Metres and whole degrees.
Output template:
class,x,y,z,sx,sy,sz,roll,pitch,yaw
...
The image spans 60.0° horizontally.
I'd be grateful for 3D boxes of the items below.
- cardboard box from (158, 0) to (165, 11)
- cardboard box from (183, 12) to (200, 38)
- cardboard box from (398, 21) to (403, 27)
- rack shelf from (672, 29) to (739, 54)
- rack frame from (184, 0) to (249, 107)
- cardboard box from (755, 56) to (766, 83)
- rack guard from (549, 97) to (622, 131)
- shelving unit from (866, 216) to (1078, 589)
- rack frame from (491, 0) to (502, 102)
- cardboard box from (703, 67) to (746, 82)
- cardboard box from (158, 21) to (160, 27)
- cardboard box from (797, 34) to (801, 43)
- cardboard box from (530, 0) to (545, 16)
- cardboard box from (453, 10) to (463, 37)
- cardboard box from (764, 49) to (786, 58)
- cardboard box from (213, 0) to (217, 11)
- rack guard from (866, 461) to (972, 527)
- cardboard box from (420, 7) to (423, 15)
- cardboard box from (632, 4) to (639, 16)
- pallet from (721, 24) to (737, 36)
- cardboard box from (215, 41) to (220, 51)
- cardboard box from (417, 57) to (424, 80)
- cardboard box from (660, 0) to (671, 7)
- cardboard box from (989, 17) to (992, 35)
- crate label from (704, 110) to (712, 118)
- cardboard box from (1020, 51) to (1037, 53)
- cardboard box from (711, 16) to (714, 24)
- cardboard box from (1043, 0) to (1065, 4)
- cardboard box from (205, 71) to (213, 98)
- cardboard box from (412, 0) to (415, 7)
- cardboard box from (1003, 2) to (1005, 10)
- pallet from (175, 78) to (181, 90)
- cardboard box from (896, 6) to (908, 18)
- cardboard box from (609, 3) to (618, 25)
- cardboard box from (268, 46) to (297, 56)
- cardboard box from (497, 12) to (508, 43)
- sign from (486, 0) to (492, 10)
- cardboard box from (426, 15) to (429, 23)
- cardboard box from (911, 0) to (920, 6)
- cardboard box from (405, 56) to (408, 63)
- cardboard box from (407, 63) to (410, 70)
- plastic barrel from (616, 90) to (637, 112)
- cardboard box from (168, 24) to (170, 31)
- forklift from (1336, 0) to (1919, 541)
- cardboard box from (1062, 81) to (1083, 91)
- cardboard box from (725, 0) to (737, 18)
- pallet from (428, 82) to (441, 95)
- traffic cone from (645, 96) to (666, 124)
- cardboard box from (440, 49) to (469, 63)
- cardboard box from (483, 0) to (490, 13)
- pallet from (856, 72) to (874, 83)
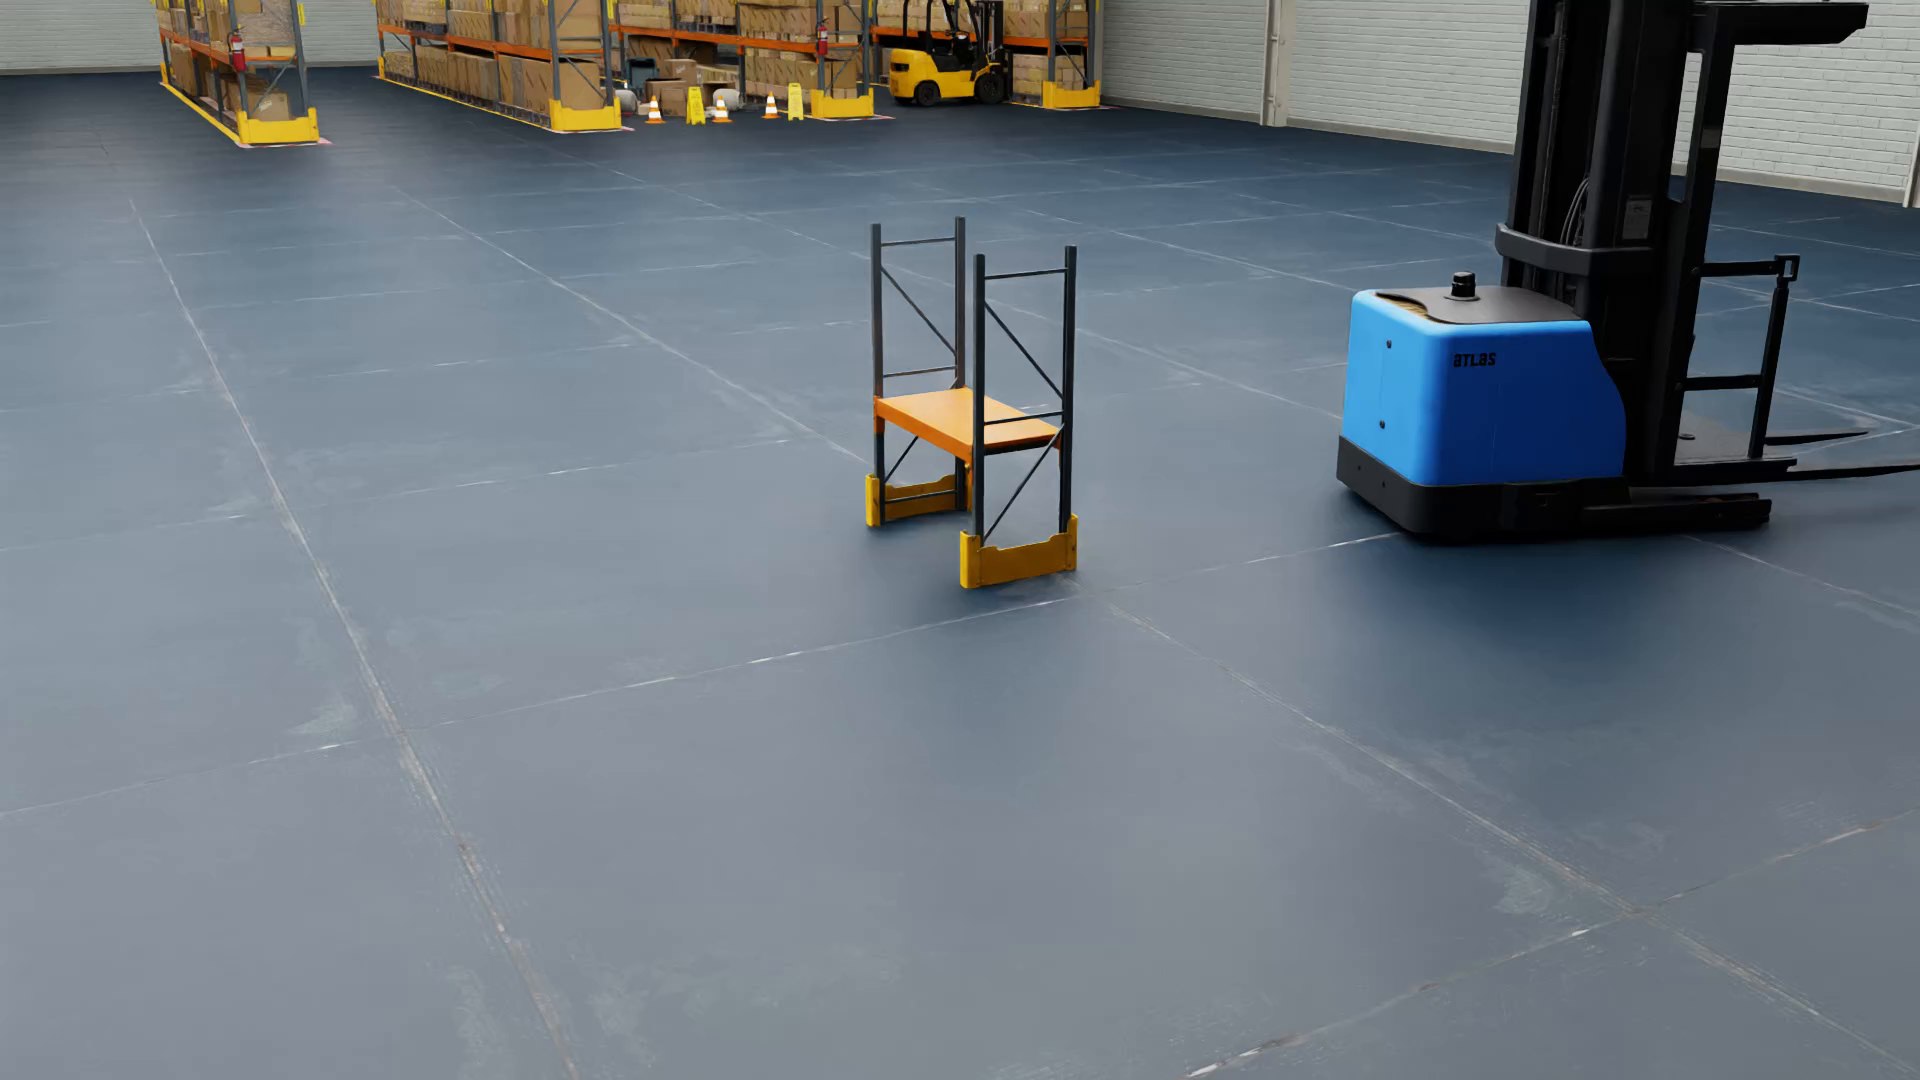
class,x,y,z,sx,sy,sz,roll,pitch,yaw
cardboard box,-17.994,-12.342,37.925,0.500,0.500,0.500,-11,22,-28
cardboard box,-15.127,-10.243,33.064,0.500,0.500,0.500,-9,21,-25
cardboard box,-13.051,-12.201,39.277,0.380,0.149,0.250,-11,22,-29
rack shelf,-5.003,-10.713,35.683,1.077,0.370,4.000,-10,21,-27
rack frame,-14.674,-10.092,32.781,1.000,3.000,0.127,-10,21,-27
cardboard box,-3.746,-9.369,33.107,0.500,0.500,0.500,-9,21,-24
rack guard,-6.451,-7.347,28.656,1.175,0.500,0.348,-10,21,-27
shelving unit,0.036,-0.687,7.823,0.587,1.500,1.083,-10,21,-27
rack frame,-8.362,-9.683,31.596,1.000,3.000,0.127,-10,21,-27
cardboard box,-4.981,-9.991,35.871,0.950,0.372,0.625,-9,21,-25
cardboard box,-18.595,-12.117,39.034,0.380,0.149,0.250,-10,21,-26
cardboard box,-2.841,-9.419,31.214,0.380,0.149,0.250,-10,22,-28
cardboard box,-6.947,-9.373,28.809,0.875,0.550,0.550,-10,21,-27
cardboard box,-10.042,-10.563,33.991,0.500,0.500,0.500,-10,22,-27
cardboard box,-3.628,-9.559,32.661,0.380,0.149,0.250,-9,21,-24
cardboard box,-12.062,-9.007,27.494,0.500,0.500,0.500,-10,21,-27
rack guard,-0.200,-0.239,8.442,0.587,0.250,0.087,-10,21,-27
cardboard box,-11.511,-11.493,36.126,0.380,0.149,0.250,-9,21,-25
cardboard box,-7.403,-12.477,39.154,0.500,0.250,0.500,-10,21,-26
pallet,-4.288,-10.630,34.634,1.003,0.211,1.213,-10,21,-27
cardboard box,-12.478,-8.427,28.341,0.380,0.149,0.250,-10,21,-27
cardboard box,-12.043,-10.744,37.856,0.500,0.500,0.500,-9,21,-25
cardboard box,-6.429,-12.255,37.363,0.500,0.500,0.500,-11,22,-28
cardboard box,0.797,-10.836,34.784,0.500,0.500,0.500,-10,22,-27
crate label,-4.737,-7.848,30.665,0.298,0.136,0.250,11,22,30
cardboard box,1.445,-10.076,34.771,0.500,0.250,0.500,-10,22,-28
cardboard box,-5.013,-10.959,35.033,0.380,0.149,0.250,-10,21,-27
cardboard box,1.857,-10.665,32.838,0.380,0.149,0.250,-10,21,-27
cardboard box,-14.339,-8.930,32.568,0.700,0.500,0.500,-11,22,-30
cardboard box,-11.883,-11.858,36.727,0.380,0.149,0.250,-10,21,-27
cardboard box,0.950,-11.024,34.332,0.380,0.149,0.250,-10,22,-28
pallet,-17.449,-10.504,38.247,1.003,0.211,1.213,-10,21,-27
cardboard box,-1.121,-12.101,38.064,0.500,0.250,0.500,-11,22,-28
cardboard box,-8.298,-12.917,40.812,0.500,0.500,0.500,-10,21,-26
cardboard box,-10.801,-7.796,26.511,0.380,0.149,0.250,-10,21,-27
cardboard box,-8.176,-9.650,31.269,0.875,0.550,0.550,-10,21,-27
sign,-8.835,-10.106,31.168,0.100,0.325,0.005,-10,21,-27
cardboard box,-11.254,-11.199,35.730,0.380,0.149,0.250,-10,22,-27
cardboard box,-0.871,-12.093,37.431,0.380,0.149,0.250,-11,22,-28
cardboard box,-12.839,-11.311,39.128,0.380,0.149,0.250,-10,22,-27
cardboard box,-12.730,-11.088,38.938,0.380,0.149,0.250,-11,22,-29
plastic barrel,-6.473,-8.378,31.761,0.512,0.421,0.421,4,19,11
cardboard box,-17.251,-11.306,36.684,0.380,0.149,0.250,-10,22,-28
forklift,3.573,-1.595,8.260,3.031,2.935,1.130,-3,19,-10
cardboard box,2.151,-9.171,33.682,0.500,0.250,0.500,-10,21,-26
cardboard box,-4.475,-10.963,34.050,0.500,0.500,0.500,-10,22,-28
pallet,-11.206,-10.088,37.043,1.003,0.211,1.213,-10,21,-27
traffic cone,-5.465,-7.708,29.761,0.336,0.463,0.334,-10,21,-27
cardboard box,-10.817,-10.359,35.591,0.500,0.250,0.500,-11,22,-28
cardboard box,-8.849,-10.492,32.254,0.700,0.500,0.500,-10,22,-28
pallet,-1.908,-11.299,40.553,1.003,0.211,1.213,-10,21,-27
